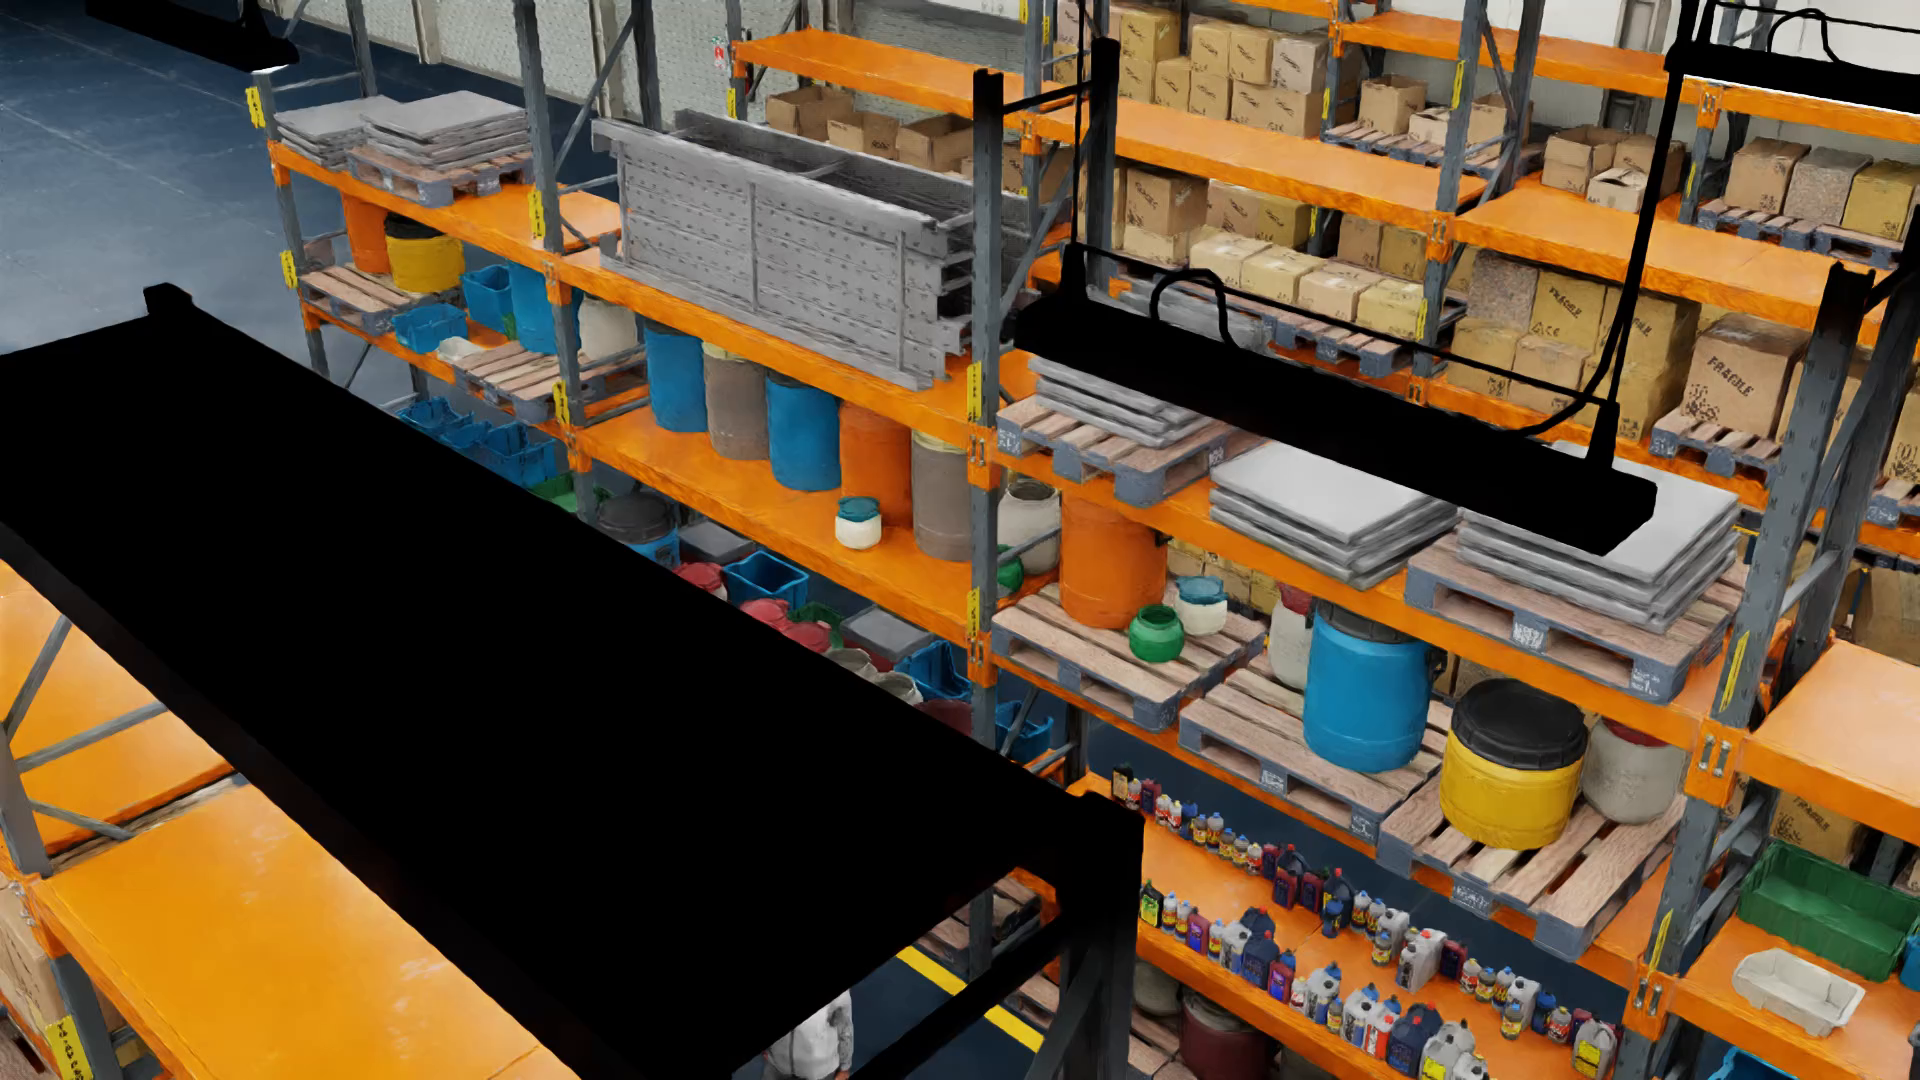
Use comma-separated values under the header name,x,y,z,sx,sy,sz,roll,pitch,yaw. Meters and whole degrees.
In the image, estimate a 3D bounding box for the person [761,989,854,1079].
name,x,y,z,sx,sy,sz,roll,pitch,yaw
person,-0.860,2.876,9.325,0.569,1.770,0.447,9,31,15
